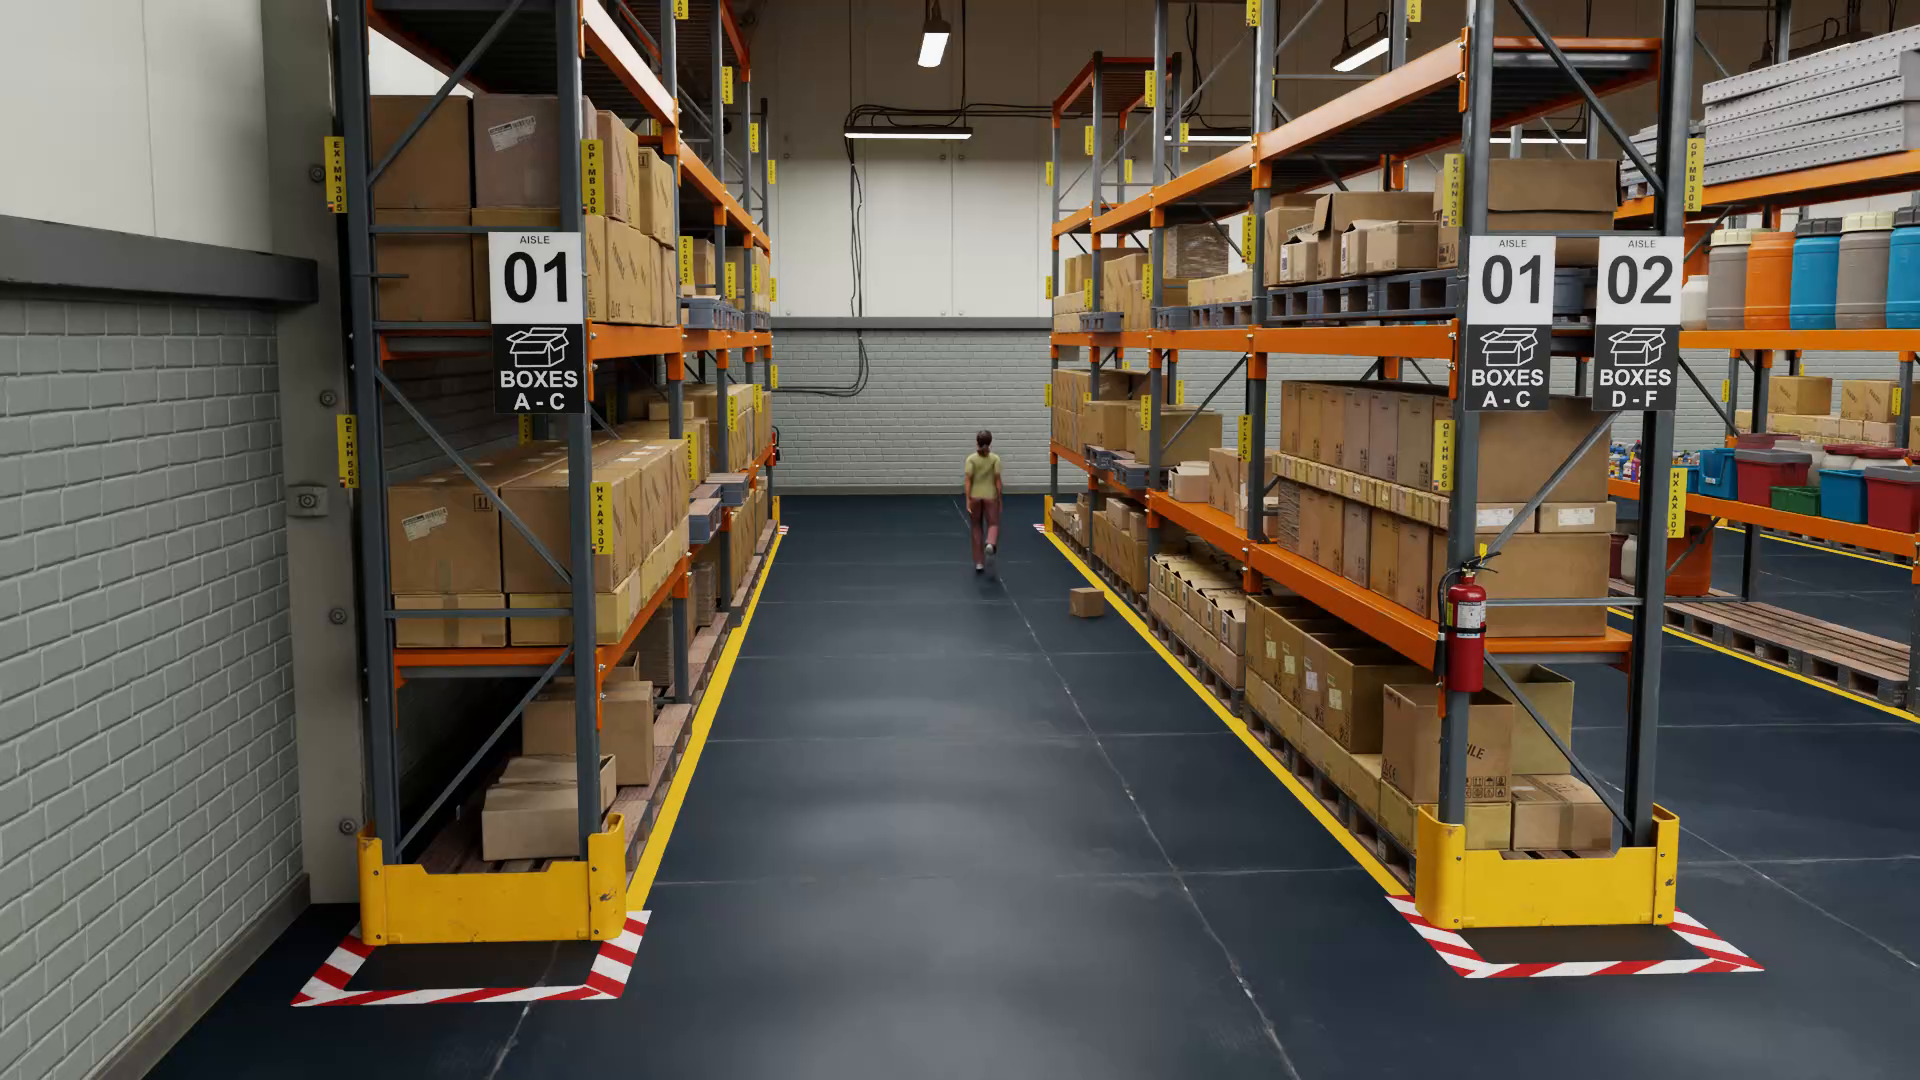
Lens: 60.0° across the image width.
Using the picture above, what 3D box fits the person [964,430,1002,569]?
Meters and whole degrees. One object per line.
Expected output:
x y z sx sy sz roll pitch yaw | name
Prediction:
0.274 -0.459 19.448 0.439 1.644 0.685 0 7 3 | person
